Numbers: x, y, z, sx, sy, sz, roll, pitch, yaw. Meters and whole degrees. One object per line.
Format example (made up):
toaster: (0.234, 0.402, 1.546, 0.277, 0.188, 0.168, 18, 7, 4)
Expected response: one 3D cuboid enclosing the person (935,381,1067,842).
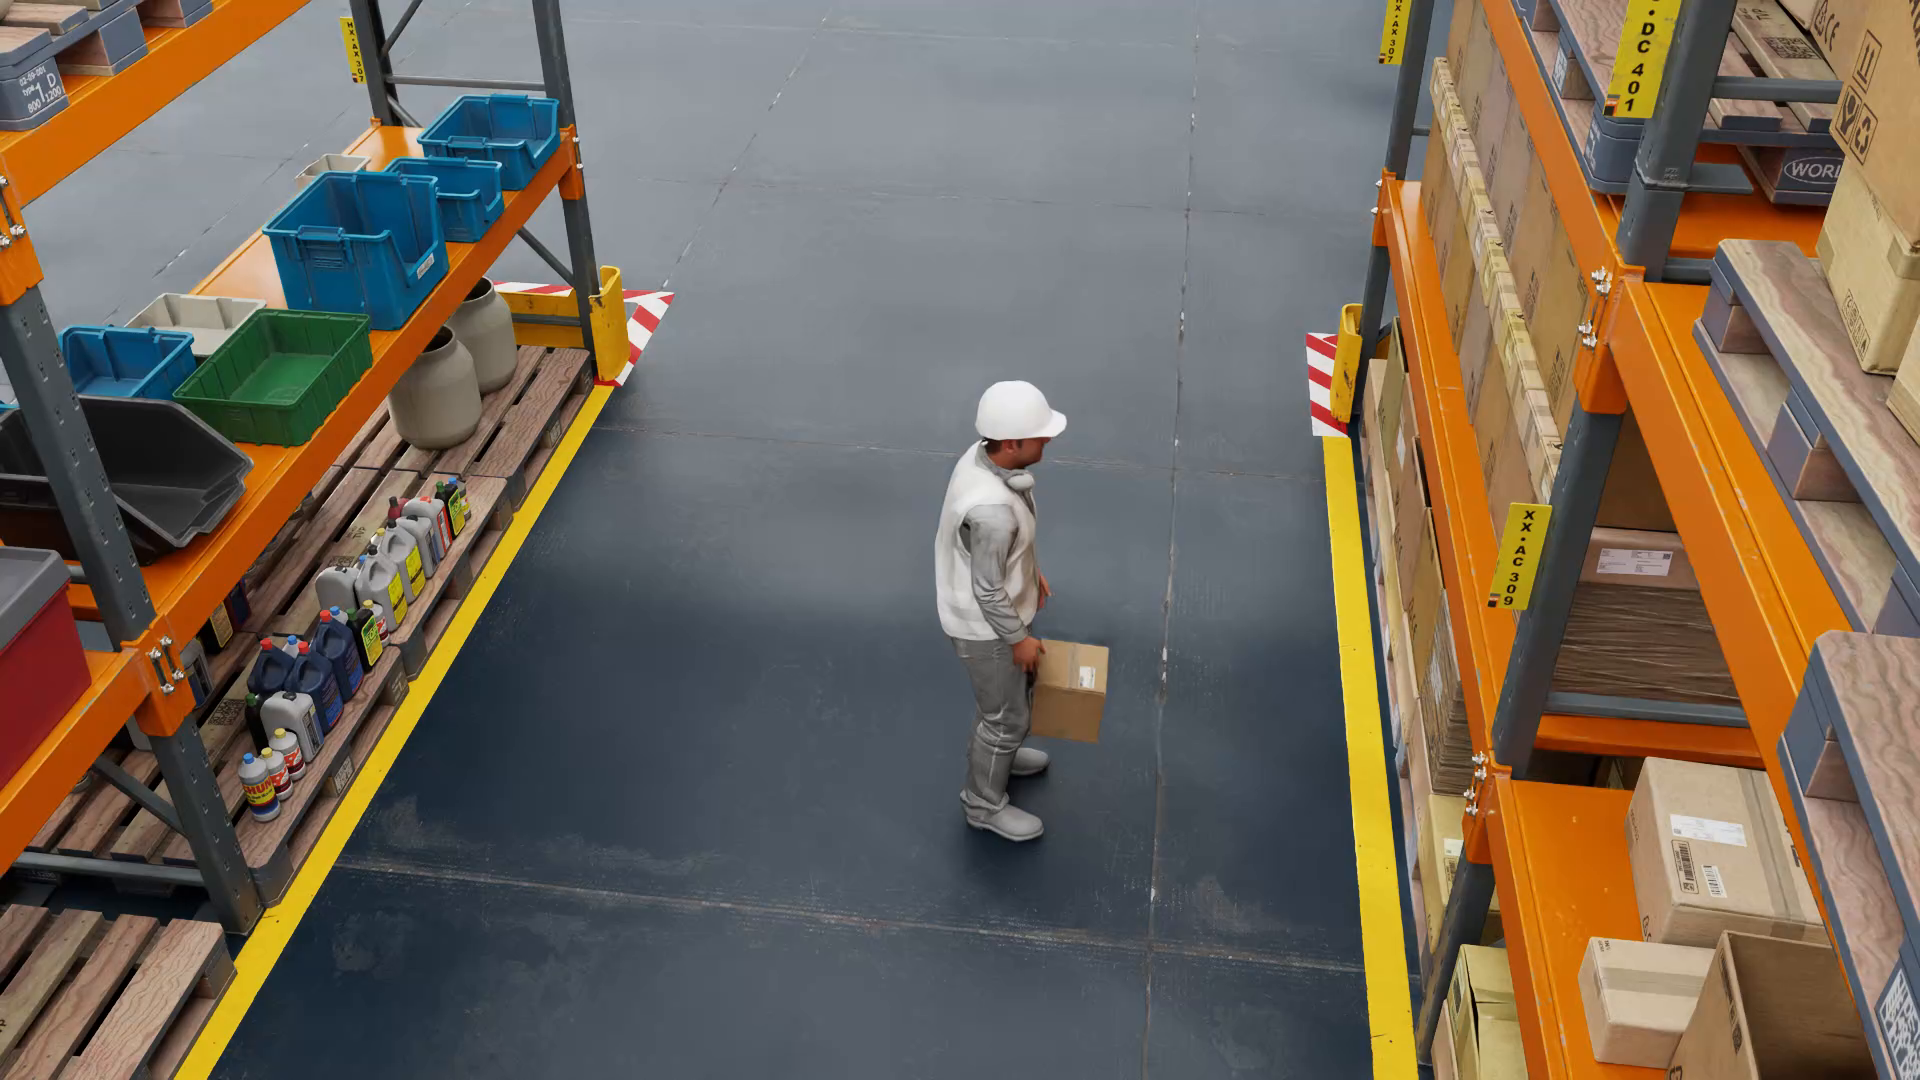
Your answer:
person: (0.128, 0.229, 5.806, 0.430, 1.774, 0.560, 4, 36, 5)
